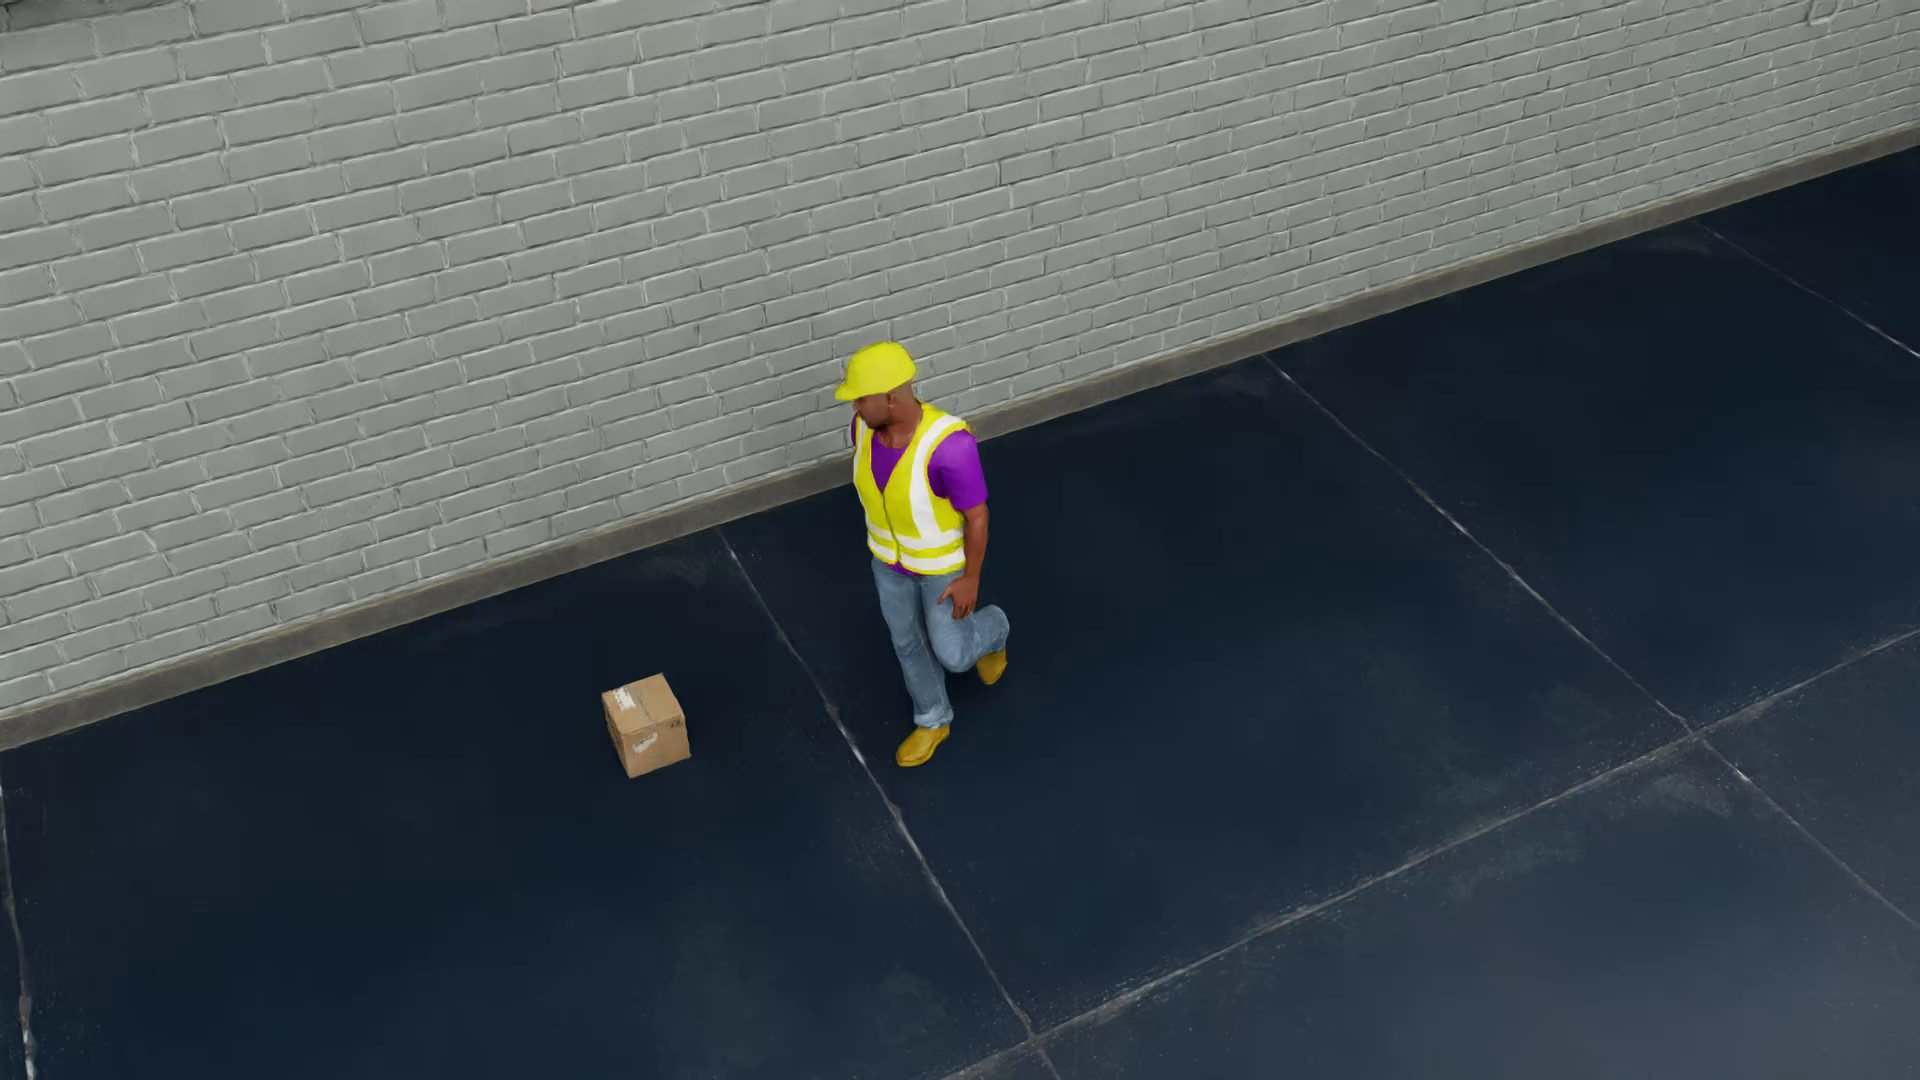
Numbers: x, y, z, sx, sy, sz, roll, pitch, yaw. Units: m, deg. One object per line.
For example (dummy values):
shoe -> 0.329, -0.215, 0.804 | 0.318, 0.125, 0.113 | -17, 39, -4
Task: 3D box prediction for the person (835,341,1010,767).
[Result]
person -> -0.127, 0.016, 6.144 | 0.609, 1.745, 0.710 | 23, 46, 24
